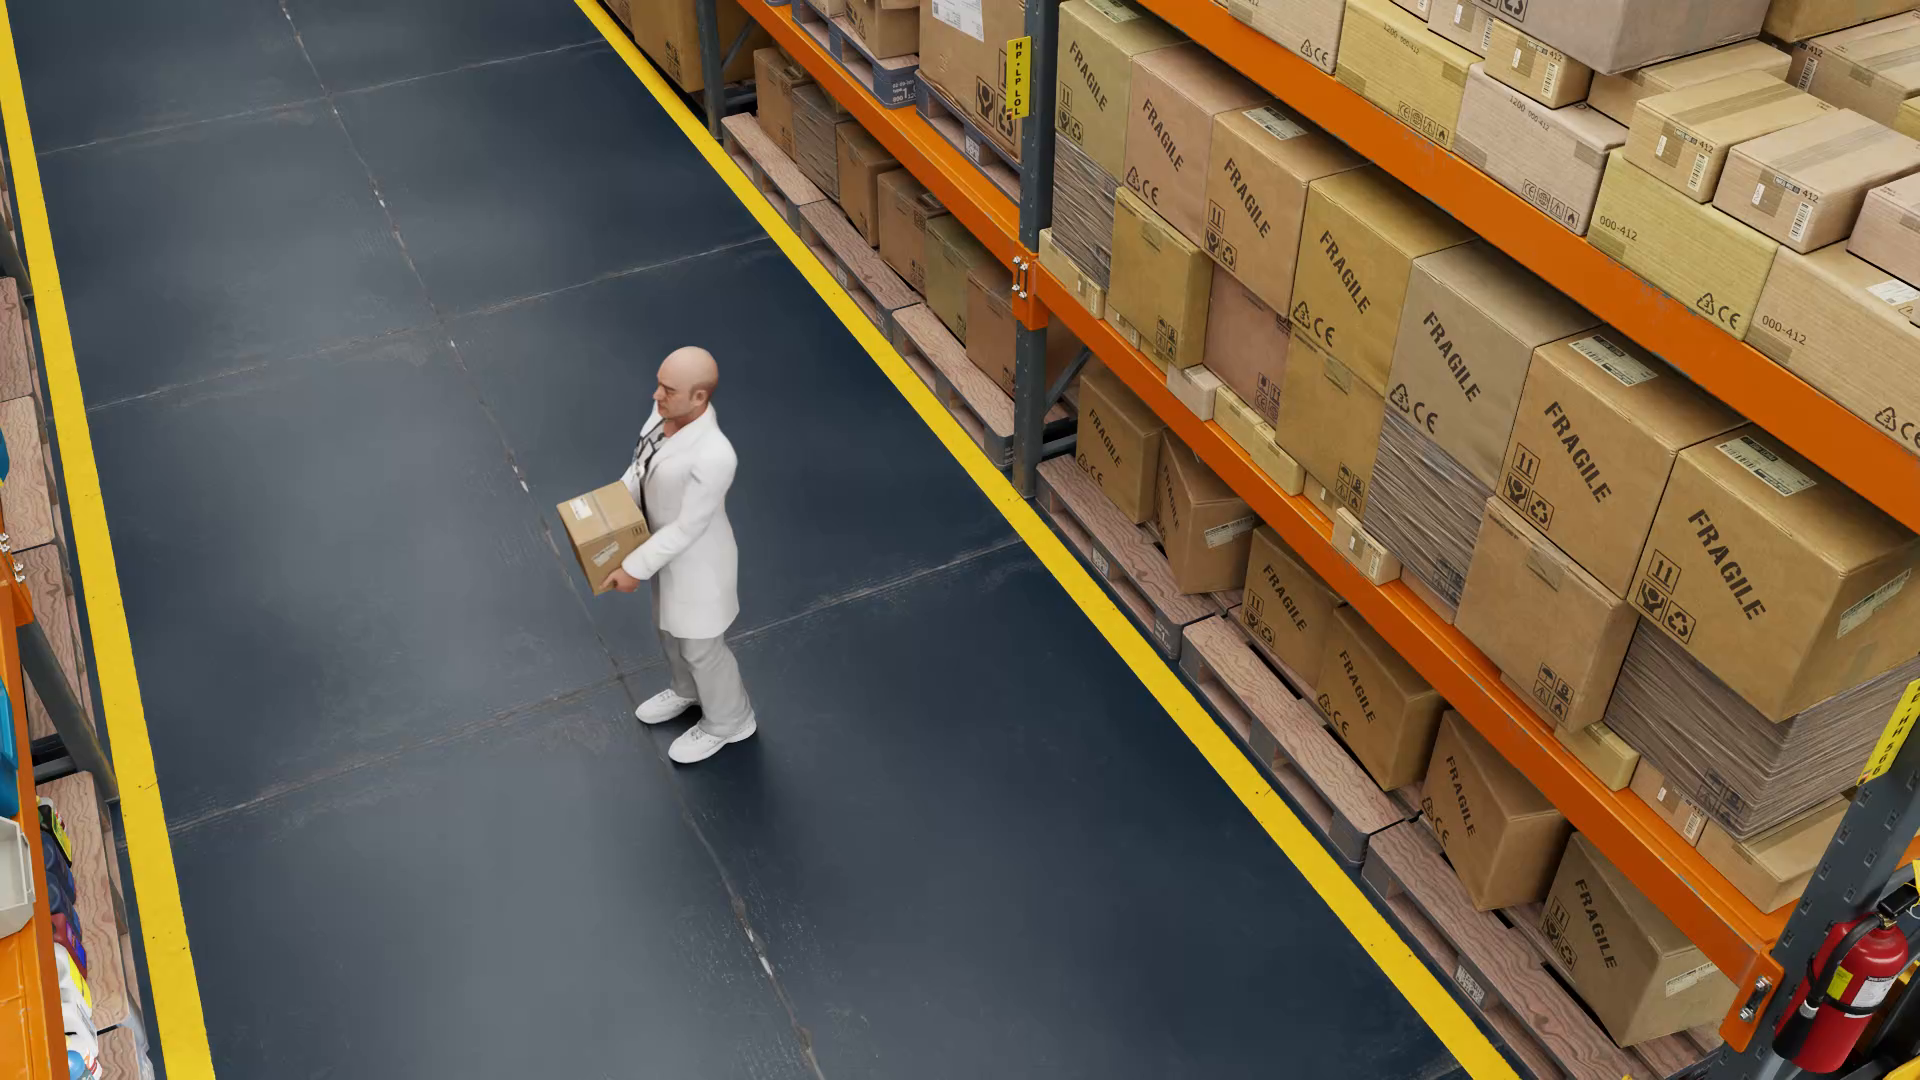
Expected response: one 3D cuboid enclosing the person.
[{"bbox_3d":[-1.071,0.081,6.078,0.553,1.769,0.526,-19,44,-20],"label":"person"}]
